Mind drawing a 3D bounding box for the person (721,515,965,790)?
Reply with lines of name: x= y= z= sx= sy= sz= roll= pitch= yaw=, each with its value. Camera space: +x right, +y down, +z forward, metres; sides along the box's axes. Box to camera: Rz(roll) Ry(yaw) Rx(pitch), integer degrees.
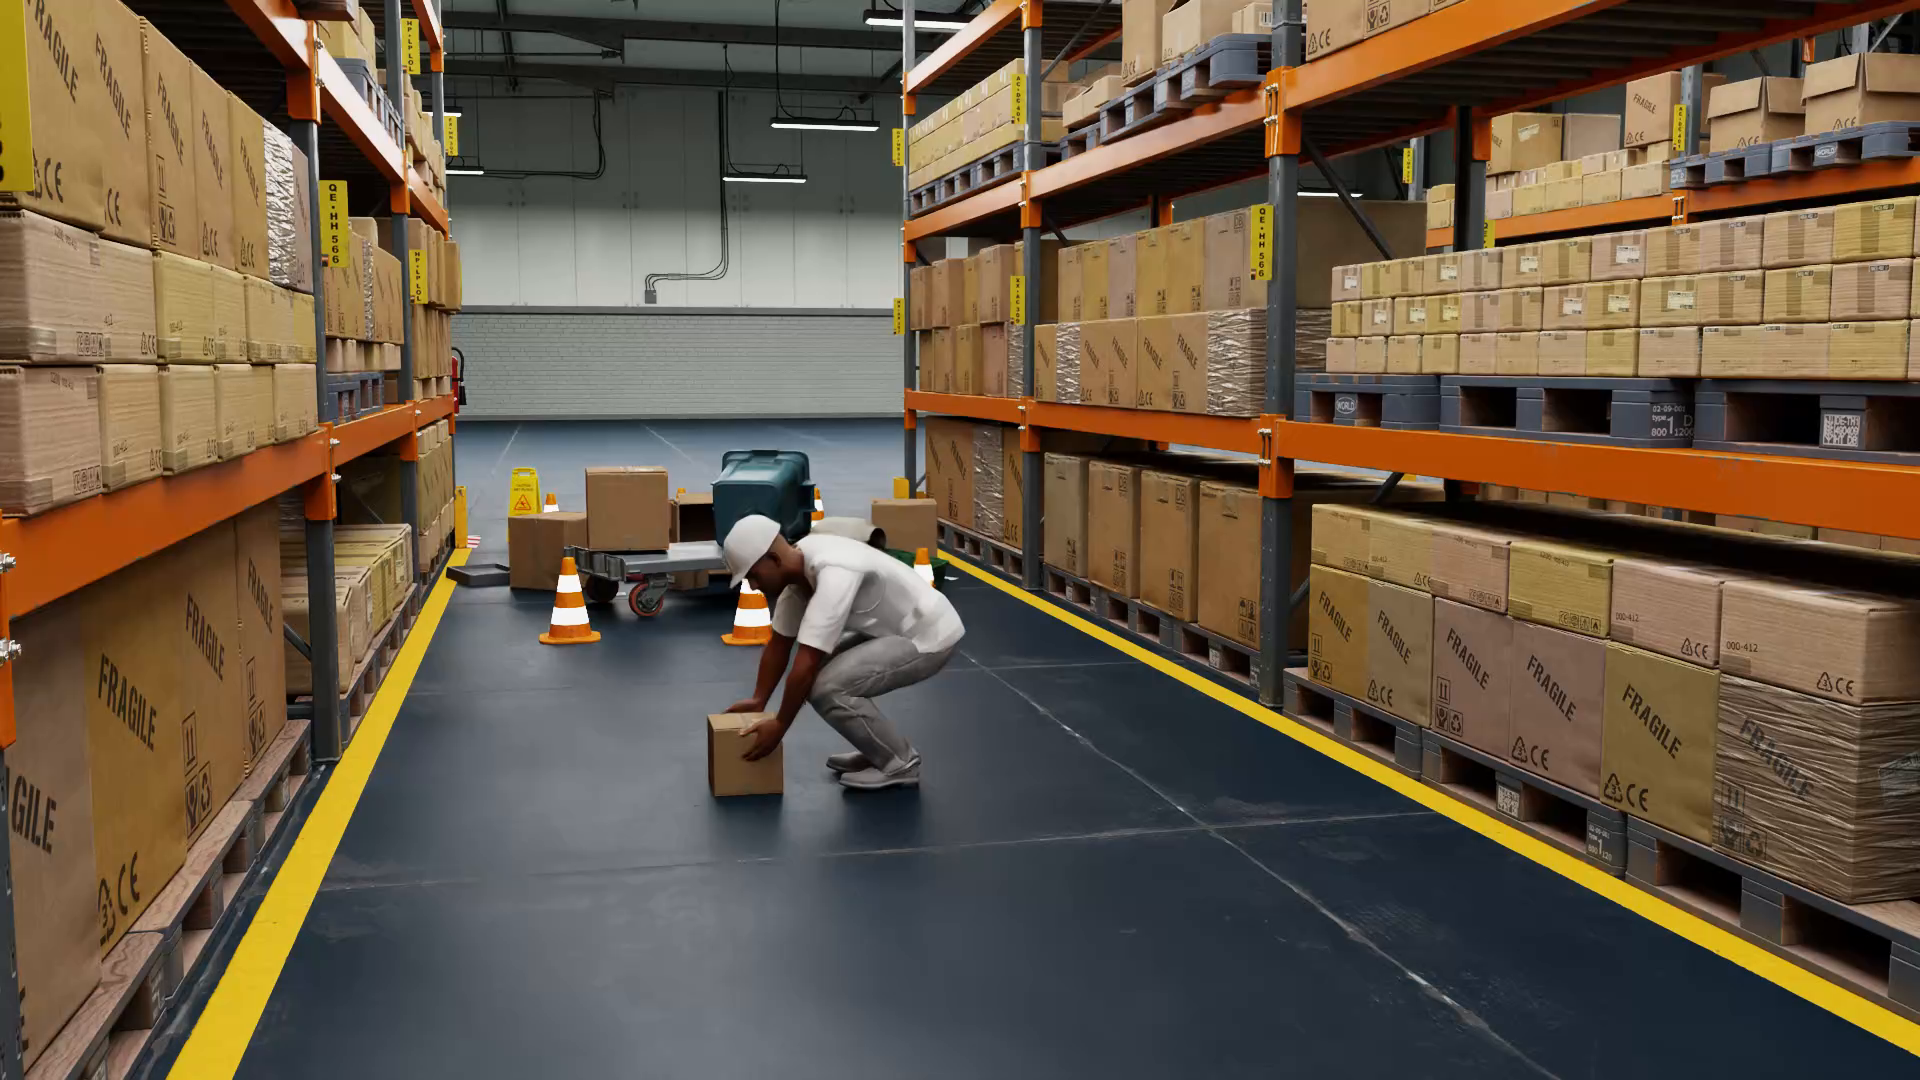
person: x=-0.424 y=0.403 z=6.128 sx=0.888 sy=1.016 sz=0.586 roll=-2 pitch=6 yaw=-14
